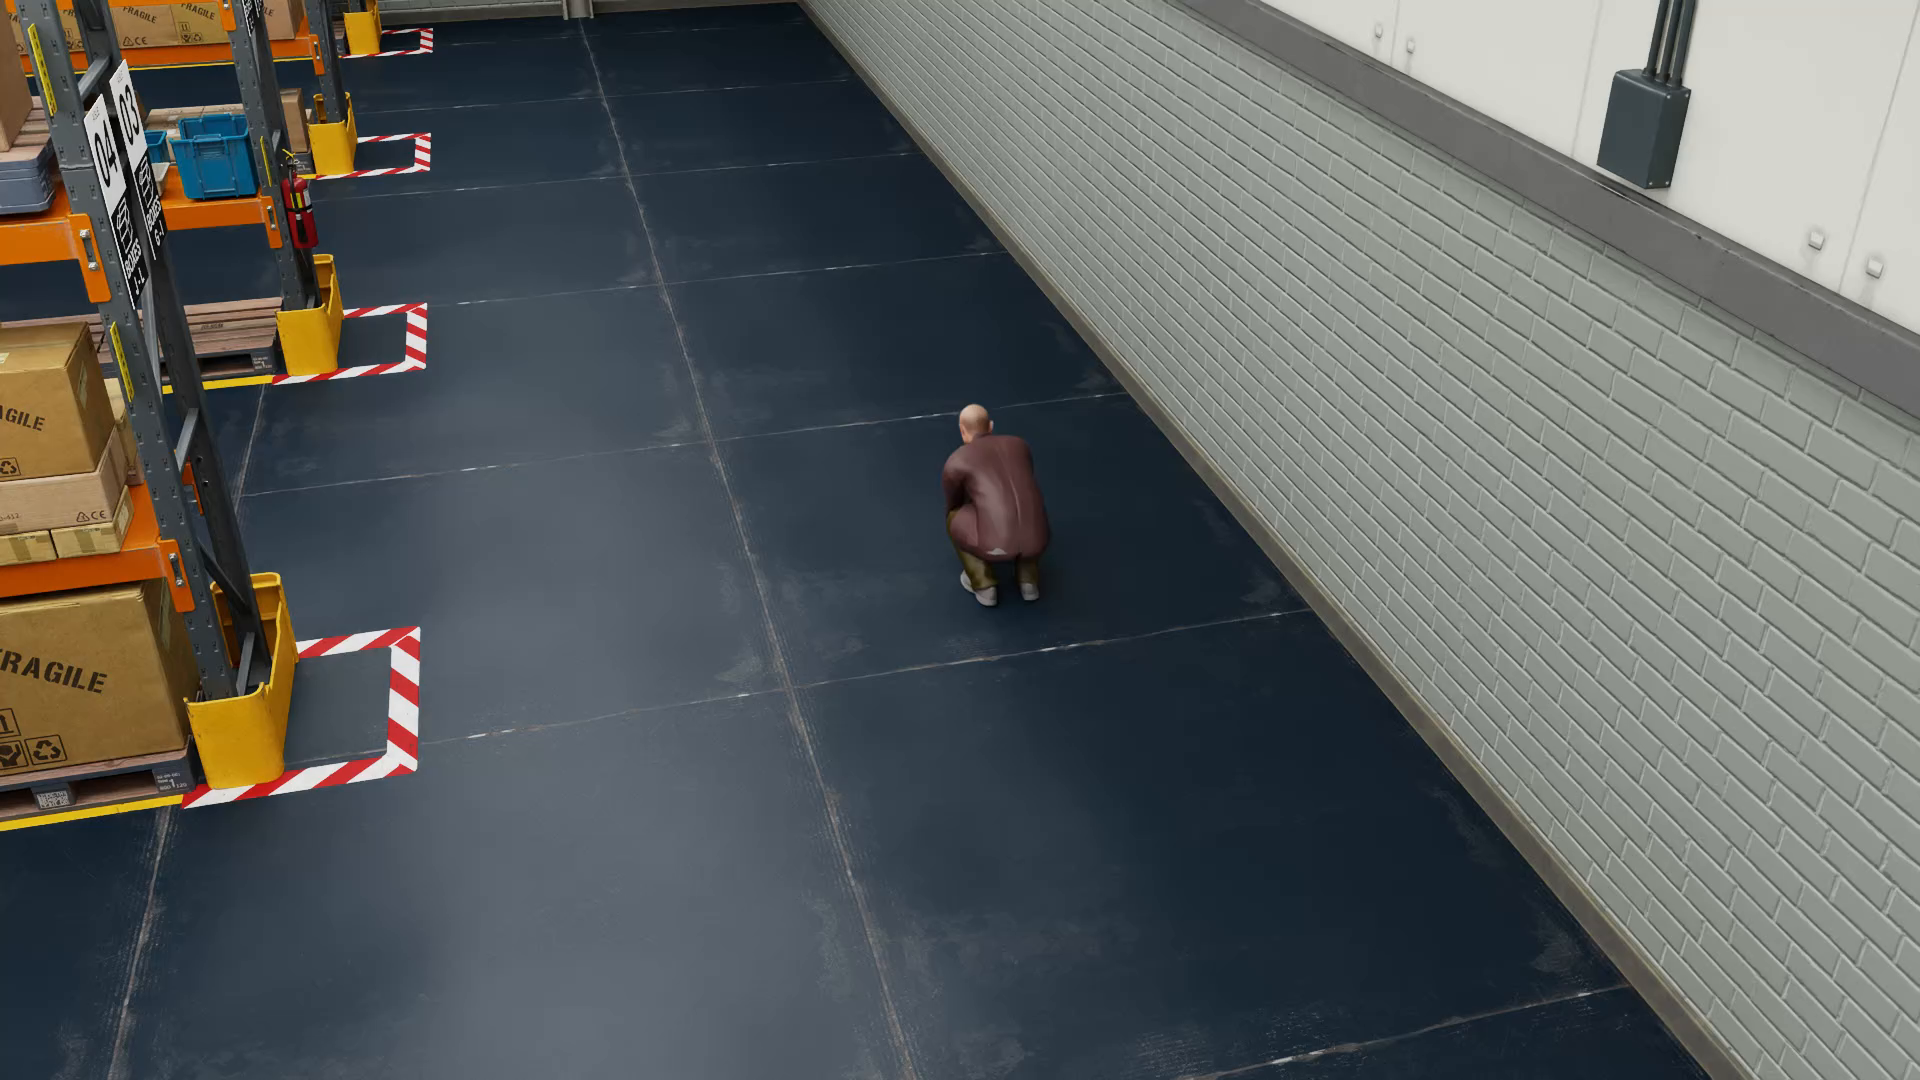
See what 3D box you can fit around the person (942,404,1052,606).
[{"bbox_3d":[0.196,-0.225,9.436,0.590,1.004,0.913,-8,31,-14],"label":"person"}]
